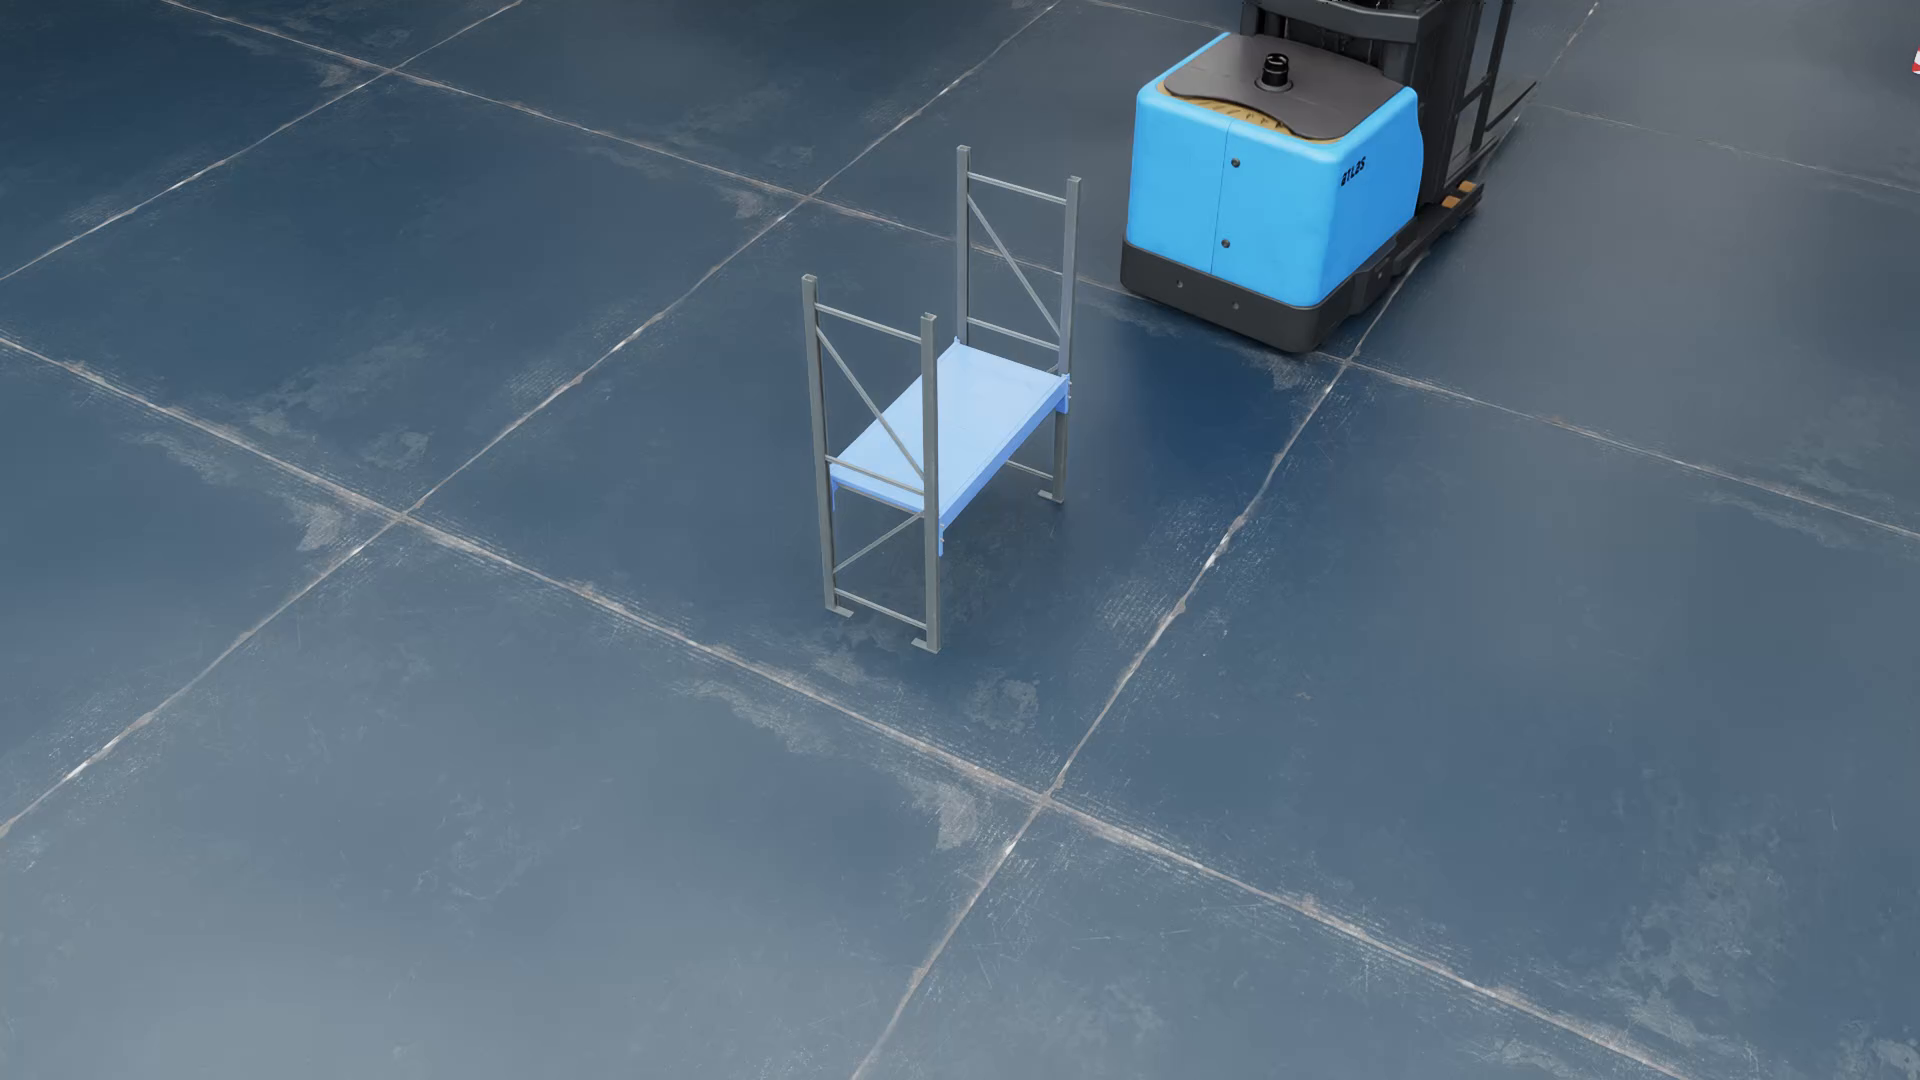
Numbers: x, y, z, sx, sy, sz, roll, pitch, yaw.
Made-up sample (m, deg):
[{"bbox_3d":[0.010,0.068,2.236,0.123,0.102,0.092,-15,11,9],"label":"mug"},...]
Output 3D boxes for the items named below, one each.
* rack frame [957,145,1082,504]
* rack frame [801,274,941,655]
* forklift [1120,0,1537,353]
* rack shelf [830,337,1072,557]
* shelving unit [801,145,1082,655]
[{"bbox_3d":[0.212,-0.805,6.529,0.500,1.500,0.032,21,45,22],"label":"rack frame"},{"bbox_3d":[-0.297,-0.223,5.869,0.500,1.500,0.032,21,45,22],"label":"rack frame"},{"bbox_3d":[2.070,-2.880,7.803,1.130,2.935,3.031,27,48,27],"label":"forklift"},{"bbox_3d":[-0.043,-0.379,6.318,0.538,0.185,1.000,21,45,22],"label":"rack shelf"},{"bbox_3d":[-0.043,-0.514,6.199,0.538,1.500,1.048,21,45,22],"label":"shelving unit"}]
